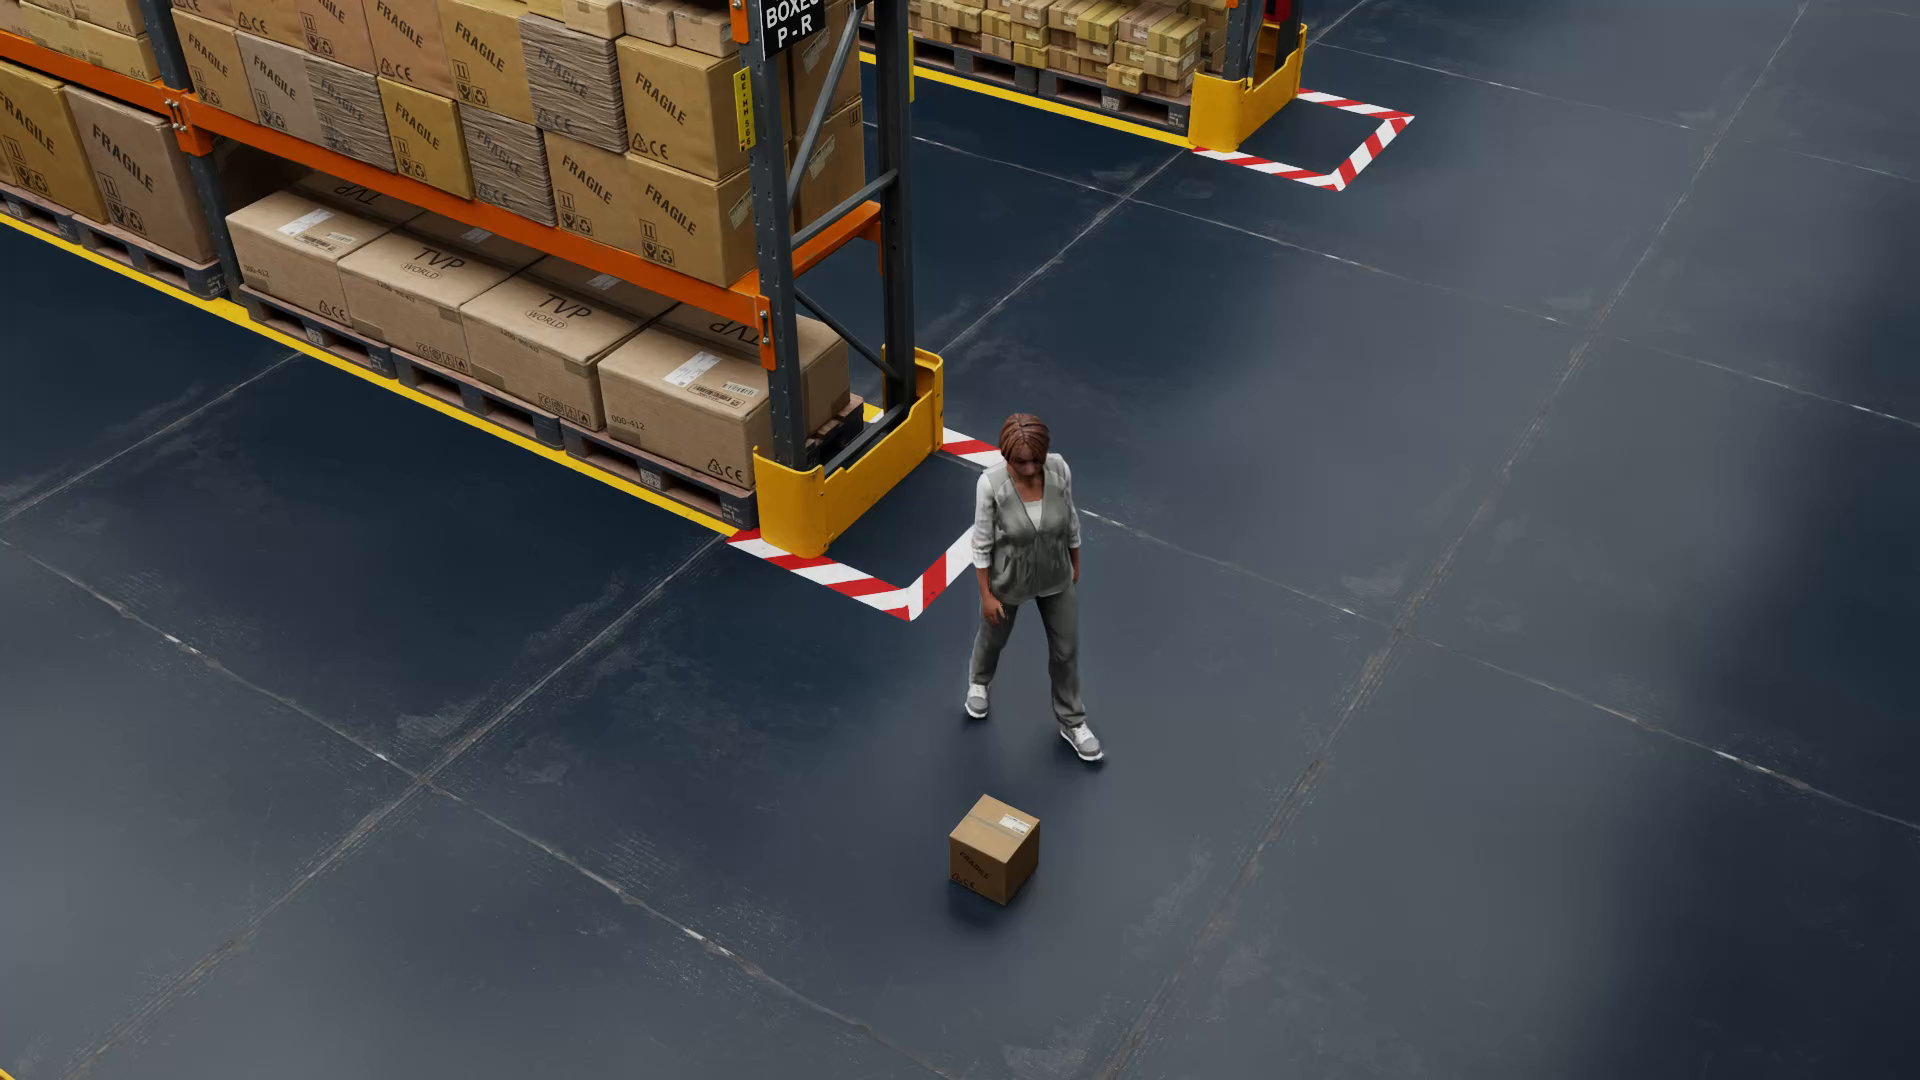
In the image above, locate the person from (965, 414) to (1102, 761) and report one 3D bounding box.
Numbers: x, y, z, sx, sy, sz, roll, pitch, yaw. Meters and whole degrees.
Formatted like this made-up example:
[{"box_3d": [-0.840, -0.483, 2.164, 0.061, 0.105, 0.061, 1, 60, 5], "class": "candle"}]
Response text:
[{"box_3d": [0.281, 0.154, 6.489, 0.492, 1.577, 0.633, -9, 40, -11], "class": "person"}]
